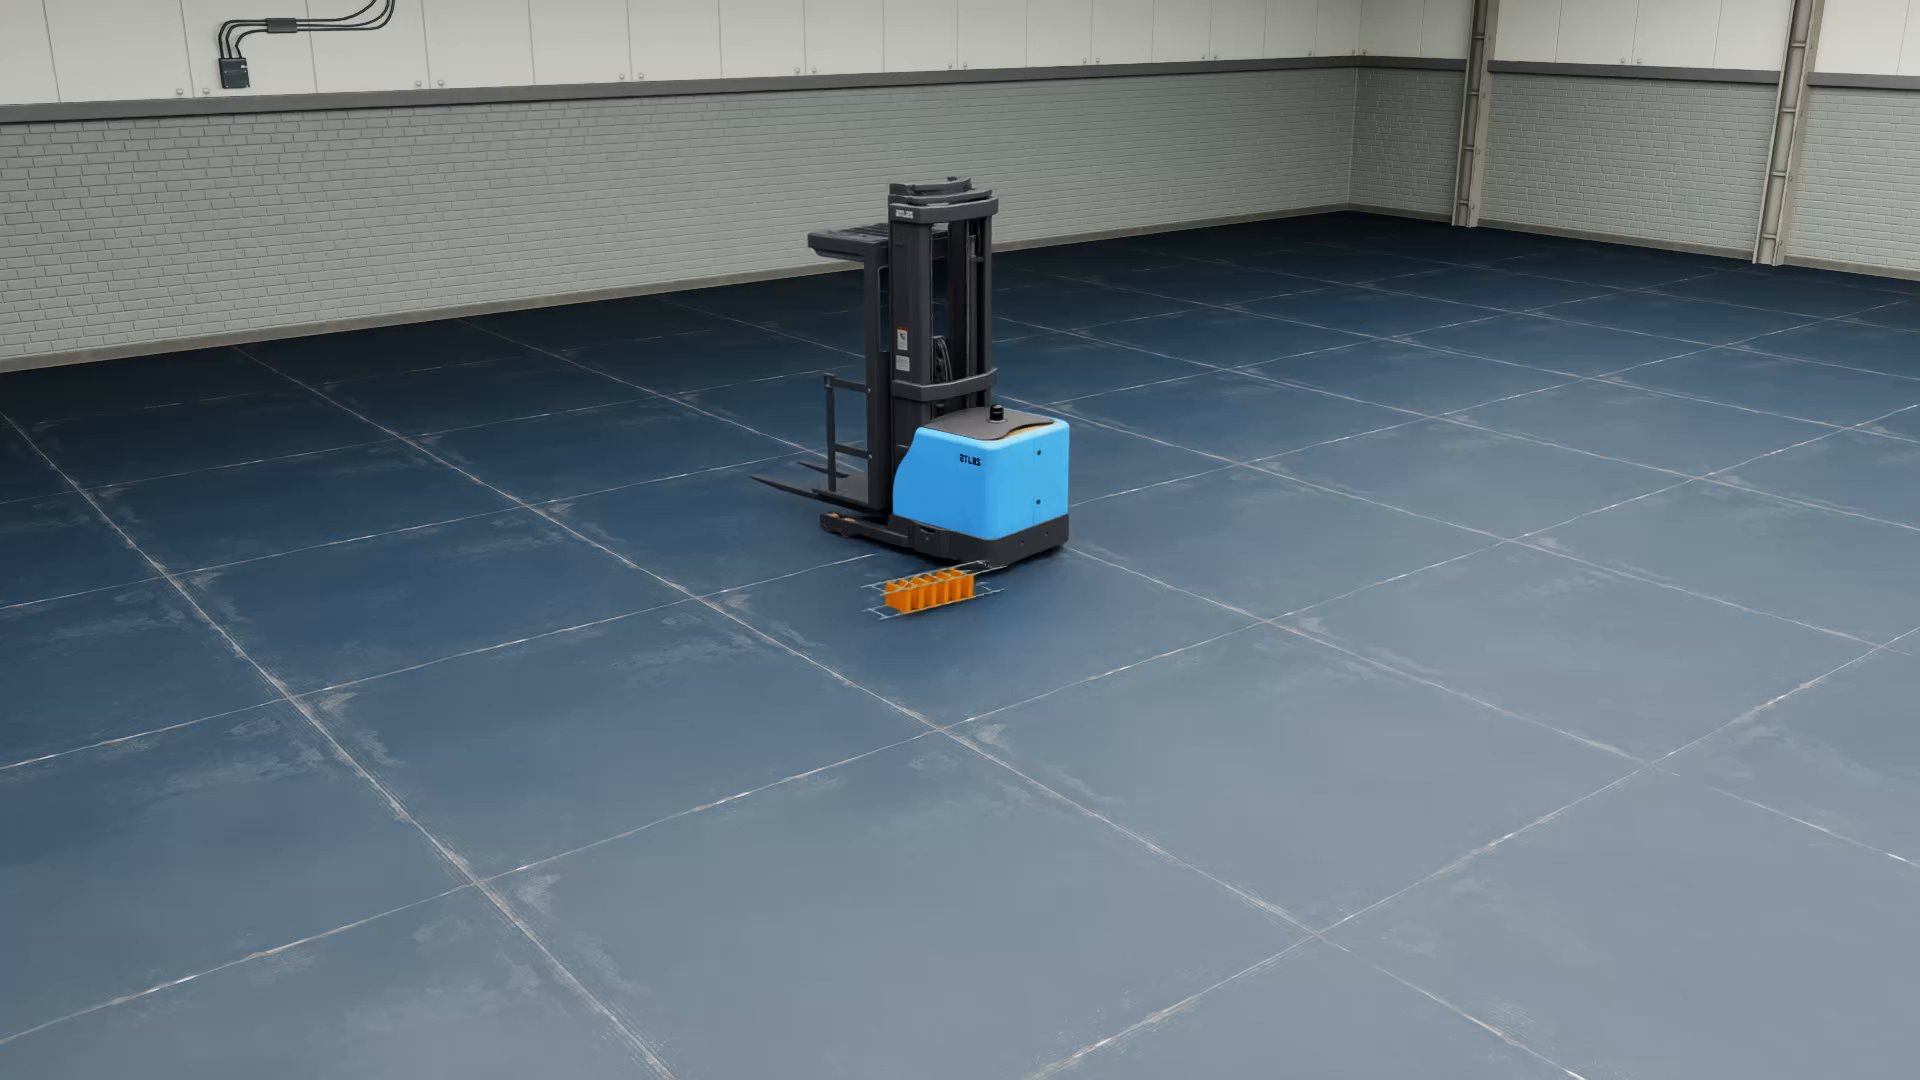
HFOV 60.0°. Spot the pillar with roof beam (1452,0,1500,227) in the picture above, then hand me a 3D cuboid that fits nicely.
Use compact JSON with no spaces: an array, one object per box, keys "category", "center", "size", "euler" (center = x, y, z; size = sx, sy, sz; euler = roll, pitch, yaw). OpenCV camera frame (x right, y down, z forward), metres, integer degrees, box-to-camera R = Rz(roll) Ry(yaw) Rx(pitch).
[{"category":"pillar with roof beam","center":[6.433,-9.542,28.363],"size":[9.100,9.000,0.400],"euler":[-14,23,-36]}]

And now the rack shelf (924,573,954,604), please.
[{"category":"rack shelf","center":[-0.161,0.354,12.388],"size":[0.103,0.180,0.258],"euler":[-12,21,-39]}]

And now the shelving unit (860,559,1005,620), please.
[{"category":"shelving unit","center":[-0.194,0.361,12.360],"size":[1.200,0.189,0.258],"euler":[-12,21,-39]}]

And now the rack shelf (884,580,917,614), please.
[{"category":"rack shelf","center":[-0.434,0.411,12.161],"size":[0.103,0.180,0.258],"euler":[-12,21,-39]}]

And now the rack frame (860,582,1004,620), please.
[{"category":"rack frame","center":[-0.197,0.449,12.385],"size":[1.200,0.006,0.240],"euler":[-12,21,-39]}]

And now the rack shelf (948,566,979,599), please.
[{"category":"rack shelf","center":[0.022,0.316,12.539],"size":[0.103,0.180,0.258],"euler":[-12,21,-39]}]

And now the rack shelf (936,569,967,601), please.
[{"category":"rack shelf","center":[-0.069,0.335,12.463],"size":[0.103,0.180,0.258],"euler":[-12,21,-39]}]

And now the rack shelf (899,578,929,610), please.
[{"category":"rack shelf","center":[-0.343,0.392,12.236],"size":[0.103,0.180,0.258],"euler":[-12,21,-39]}]

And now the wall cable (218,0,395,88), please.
[{"category":"wall cable","center":[-8.225,-8.681,20.354],"size":[2.305,6.003,0.169],"euler":[-14,23,-36]}]

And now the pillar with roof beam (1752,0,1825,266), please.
[{"category":"pillar with roof beam","center":[10.159,-8.063,23.898],"size":[9.100,9.000,0.400],"euler":[-14,23,-36]}]

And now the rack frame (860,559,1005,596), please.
[{"category":"rack frame","center":[-0.192,0.273,12.334],"size":[1.200,0.006,0.240],"euler":[-12,21,-39]}]

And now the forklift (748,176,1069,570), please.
[{"category":"forklift","center":[-0.546,-1.522,13.797],"size":[3.031,2.935,1.130],"euler":[16,24,39]}]

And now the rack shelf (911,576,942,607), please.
[{"category":"rack shelf","center":[-0.252,0.373,12.312],"size":[0.103,0.180,0.258],"euler":[-12,21,-39]}]
